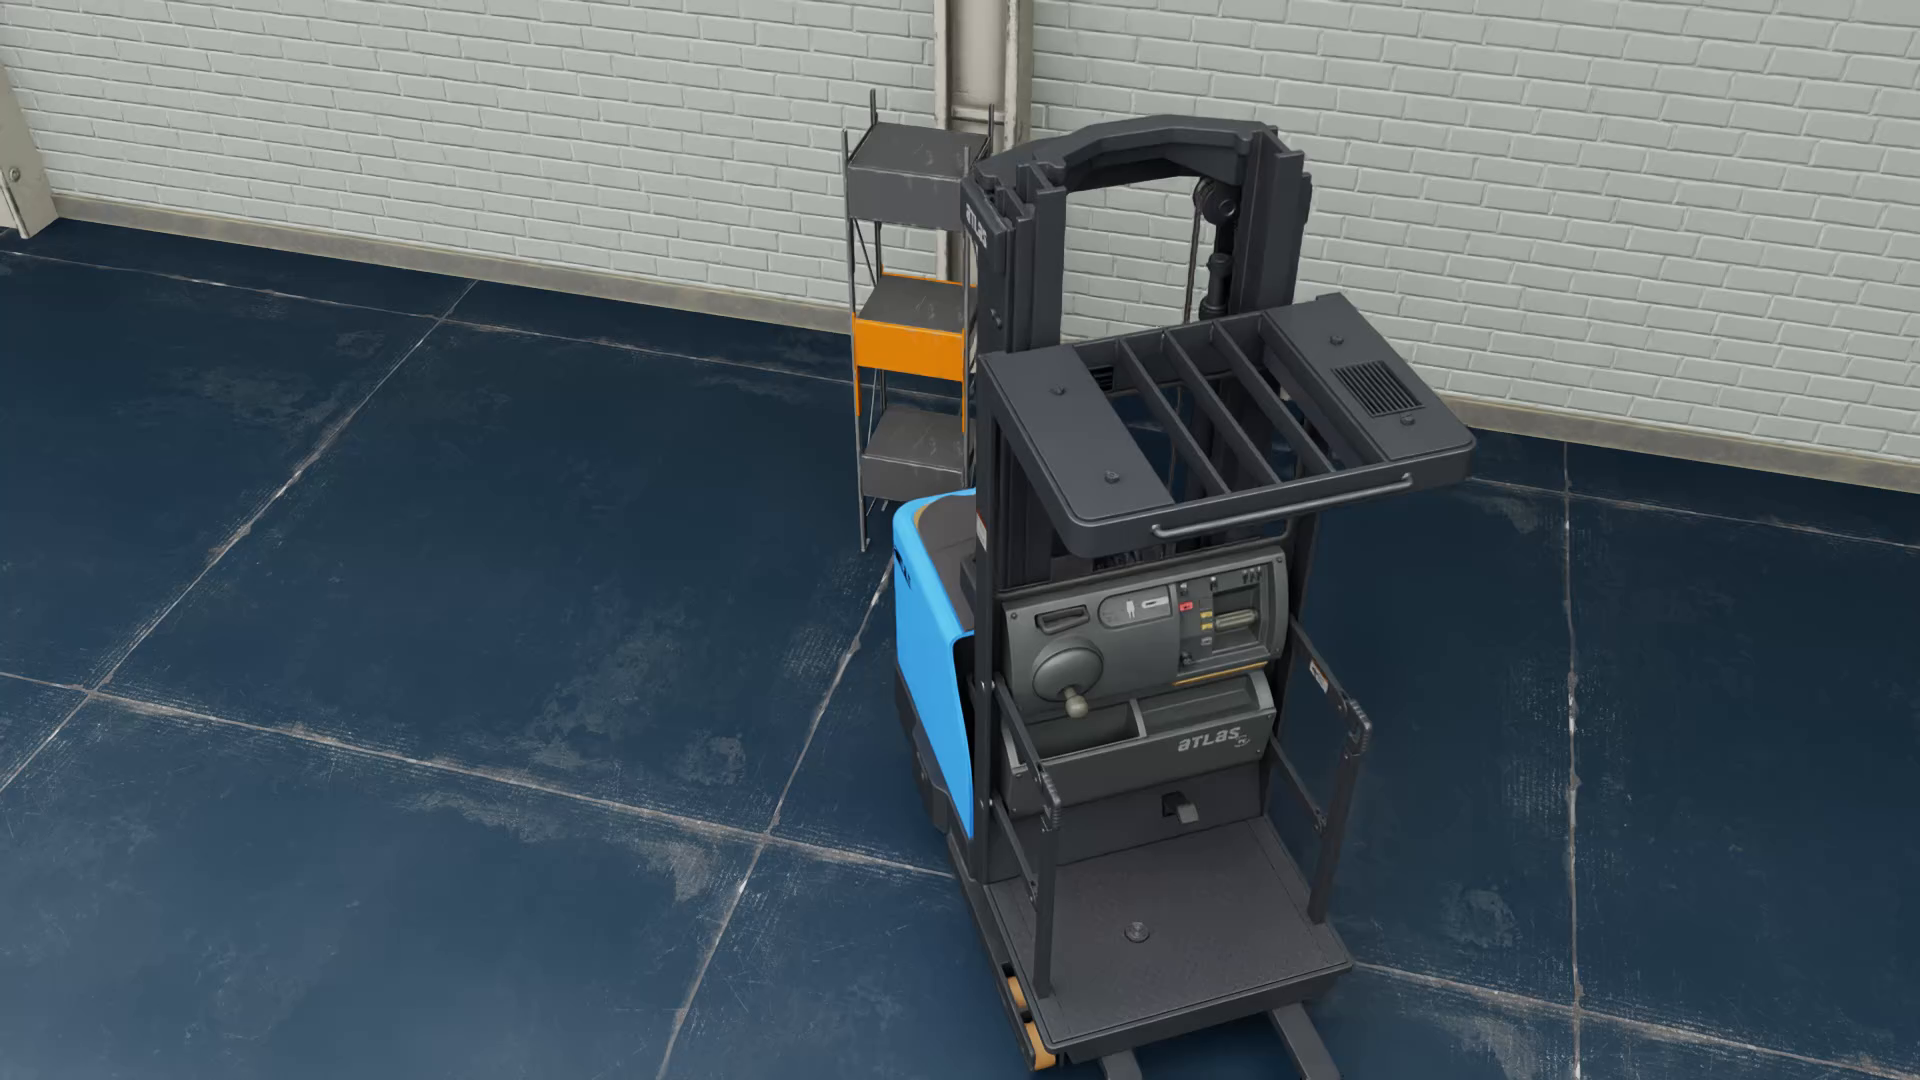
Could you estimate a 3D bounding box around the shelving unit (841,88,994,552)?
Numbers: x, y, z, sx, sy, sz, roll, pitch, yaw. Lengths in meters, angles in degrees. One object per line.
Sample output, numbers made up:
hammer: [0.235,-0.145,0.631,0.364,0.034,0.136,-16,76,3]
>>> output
shelving unit: [-0.160,-0.832,7.107,0.503,2.100,0.431,10,41,11]

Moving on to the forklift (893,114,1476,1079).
forklift: [0.656,0.372,5.028,1.130,2.935,3.031,-11,41,-13]

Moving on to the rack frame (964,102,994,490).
rack frame: [0.076,-0.791,7.059,0.015,2.100,0.400,10,41,11]

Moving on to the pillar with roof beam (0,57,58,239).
pillar with roof beam: [-6.799,-2.689,3.954,0.400,9.000,9.100,10,41,11]

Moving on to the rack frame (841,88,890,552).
rack frame: [-0.396,-0.872,7.156,0.015,2.100,0.400,10,41,11]

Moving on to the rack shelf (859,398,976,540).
rack shelf: [-0.160,-0.285,7.566,0.480,0.518,0.431,10,41,11]

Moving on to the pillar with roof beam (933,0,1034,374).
pillar with roof beam: [-1.003,-1.691,2.767,0.400,9.000,9.100,10,41,11]

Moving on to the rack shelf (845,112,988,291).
rack shelf: [-0.160,-1.357,6.666,0.480,0.518,0.431,10,41,11]

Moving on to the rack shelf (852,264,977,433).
rack shelf: [-0.160,-0.821,7.116,0.480,0.518,0.431,10,41,11]
